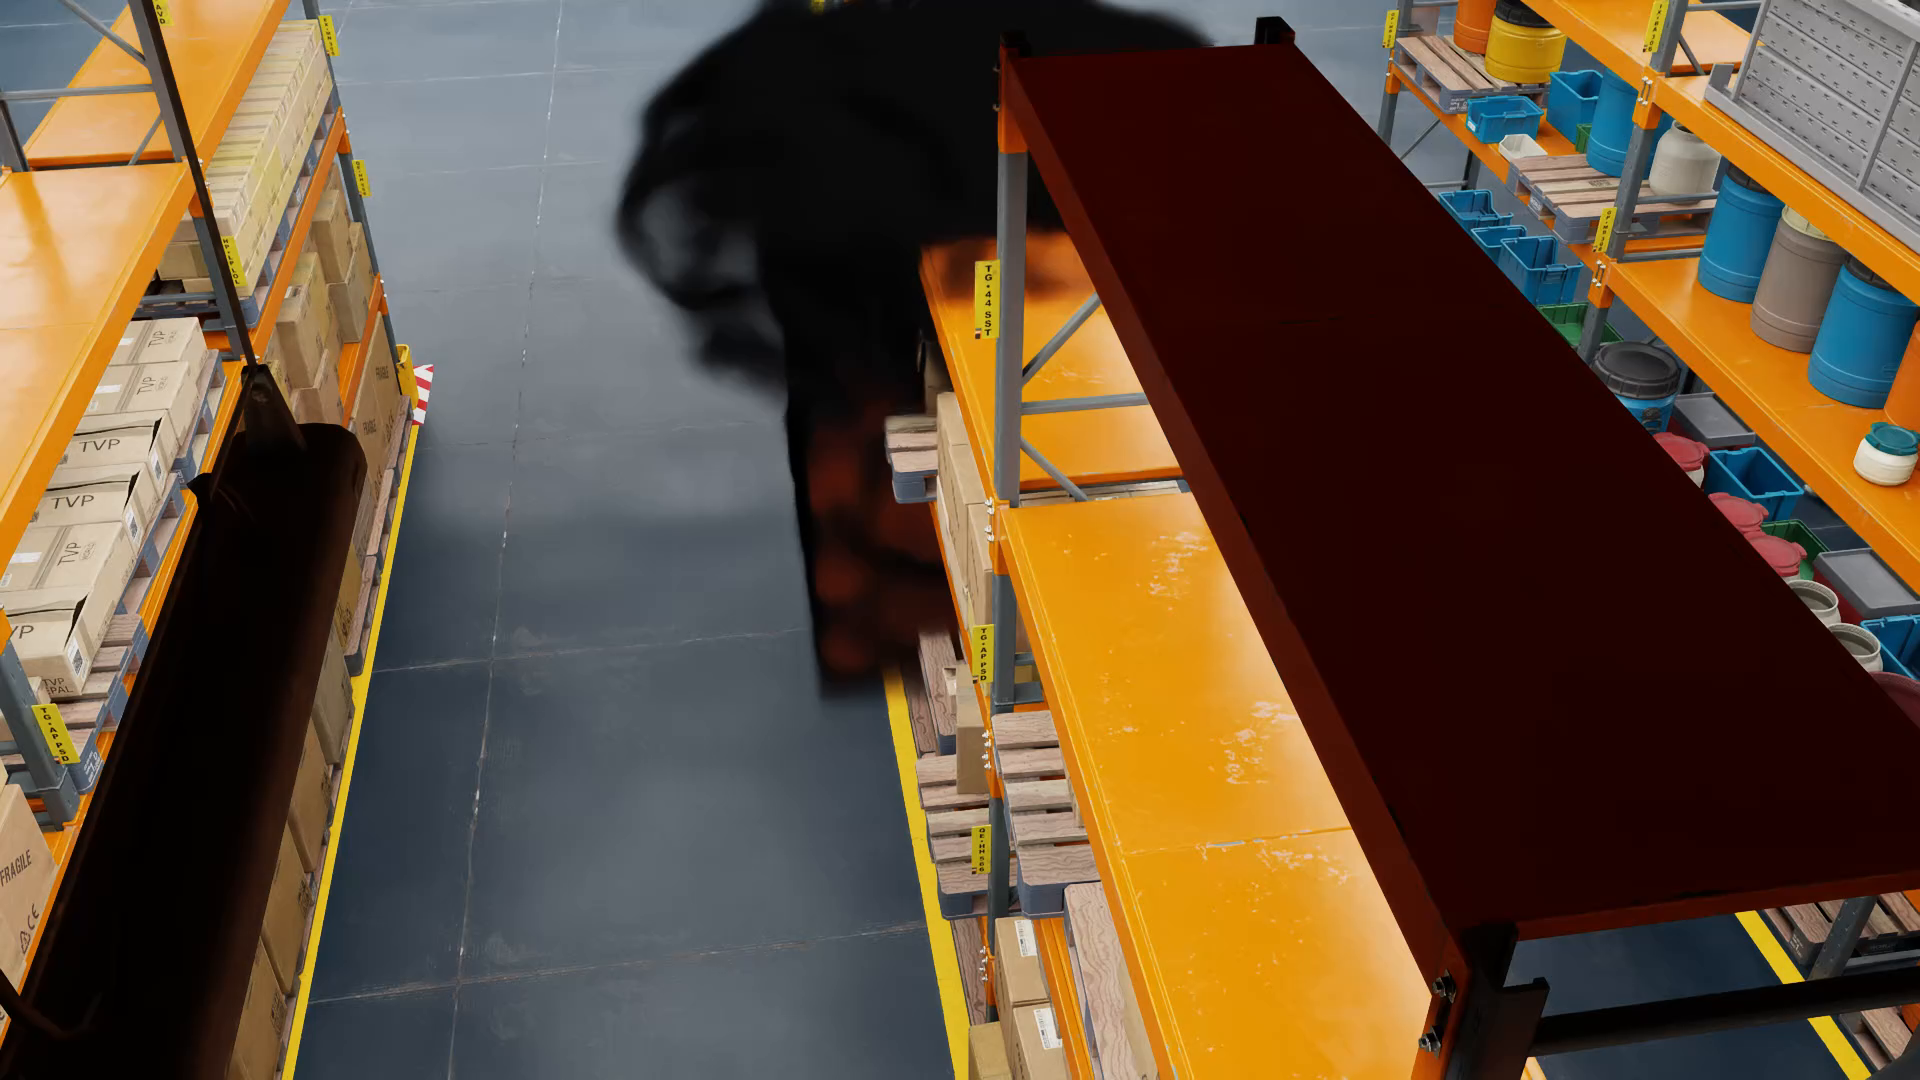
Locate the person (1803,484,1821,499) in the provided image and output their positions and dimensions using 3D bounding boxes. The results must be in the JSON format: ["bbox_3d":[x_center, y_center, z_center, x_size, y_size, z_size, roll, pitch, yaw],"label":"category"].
[{"bbox_3d":[7.255,-0.944,13.328,0.735,1.720,0.708,-11,38,-15],"label":"person"}]
